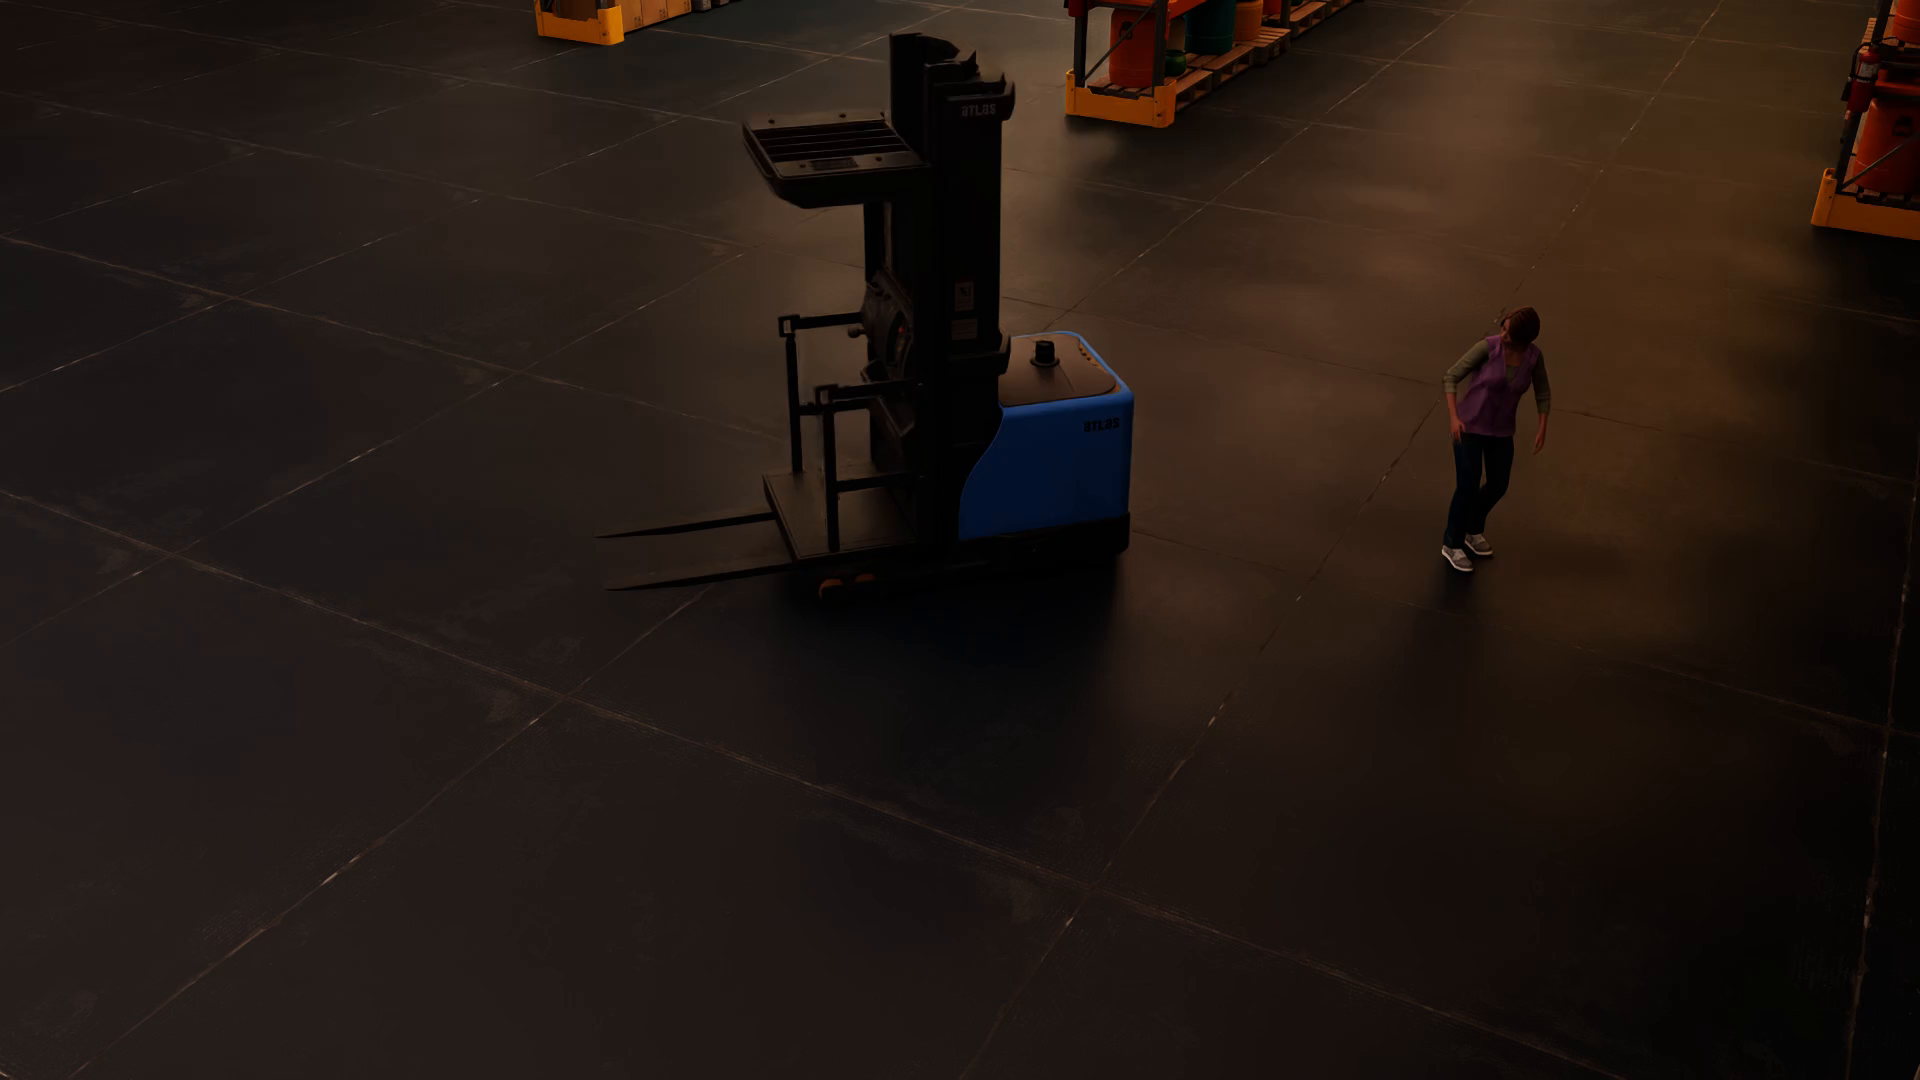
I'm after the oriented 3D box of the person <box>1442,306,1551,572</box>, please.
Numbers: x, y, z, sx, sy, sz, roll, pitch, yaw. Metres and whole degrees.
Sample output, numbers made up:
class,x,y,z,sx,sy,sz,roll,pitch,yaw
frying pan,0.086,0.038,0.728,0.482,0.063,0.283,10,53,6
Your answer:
class,x,y,z,sx,sy,sz,roll,pitch,yaw
person,3.055,-0.593,9.470,0.611,1.573,0.446,-4,30,-8

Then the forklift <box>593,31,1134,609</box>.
class,x,y,z,sx,sy,sz,roll,pitch,yaw
forklift,-0.584,-1.180,9.115,3.031,2.935,1.130,-8,31,-14
